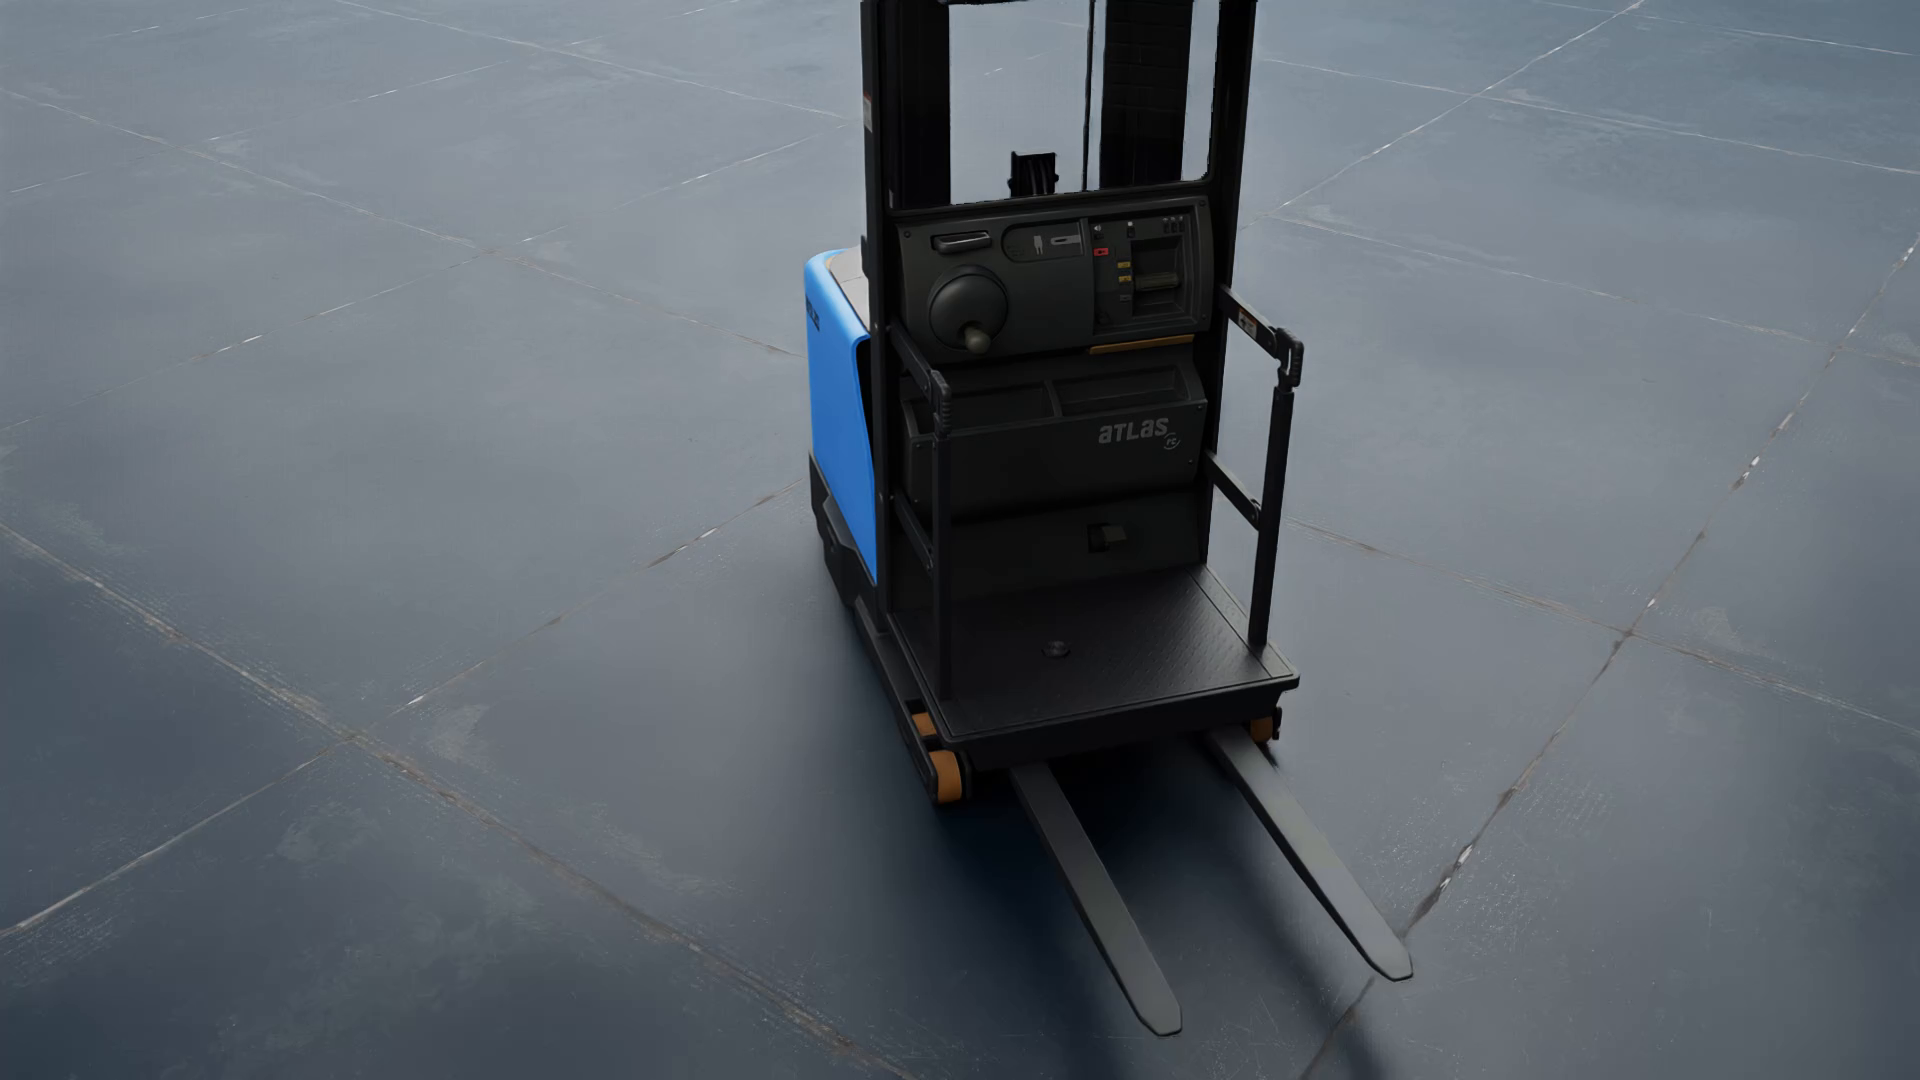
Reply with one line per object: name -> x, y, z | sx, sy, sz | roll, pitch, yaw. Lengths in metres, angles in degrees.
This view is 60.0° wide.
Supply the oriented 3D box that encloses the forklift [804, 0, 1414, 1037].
forklift -> 0.347, -0.703, 4.562 | 1.130, 2.935, 3.031 | -9, 32, -14
